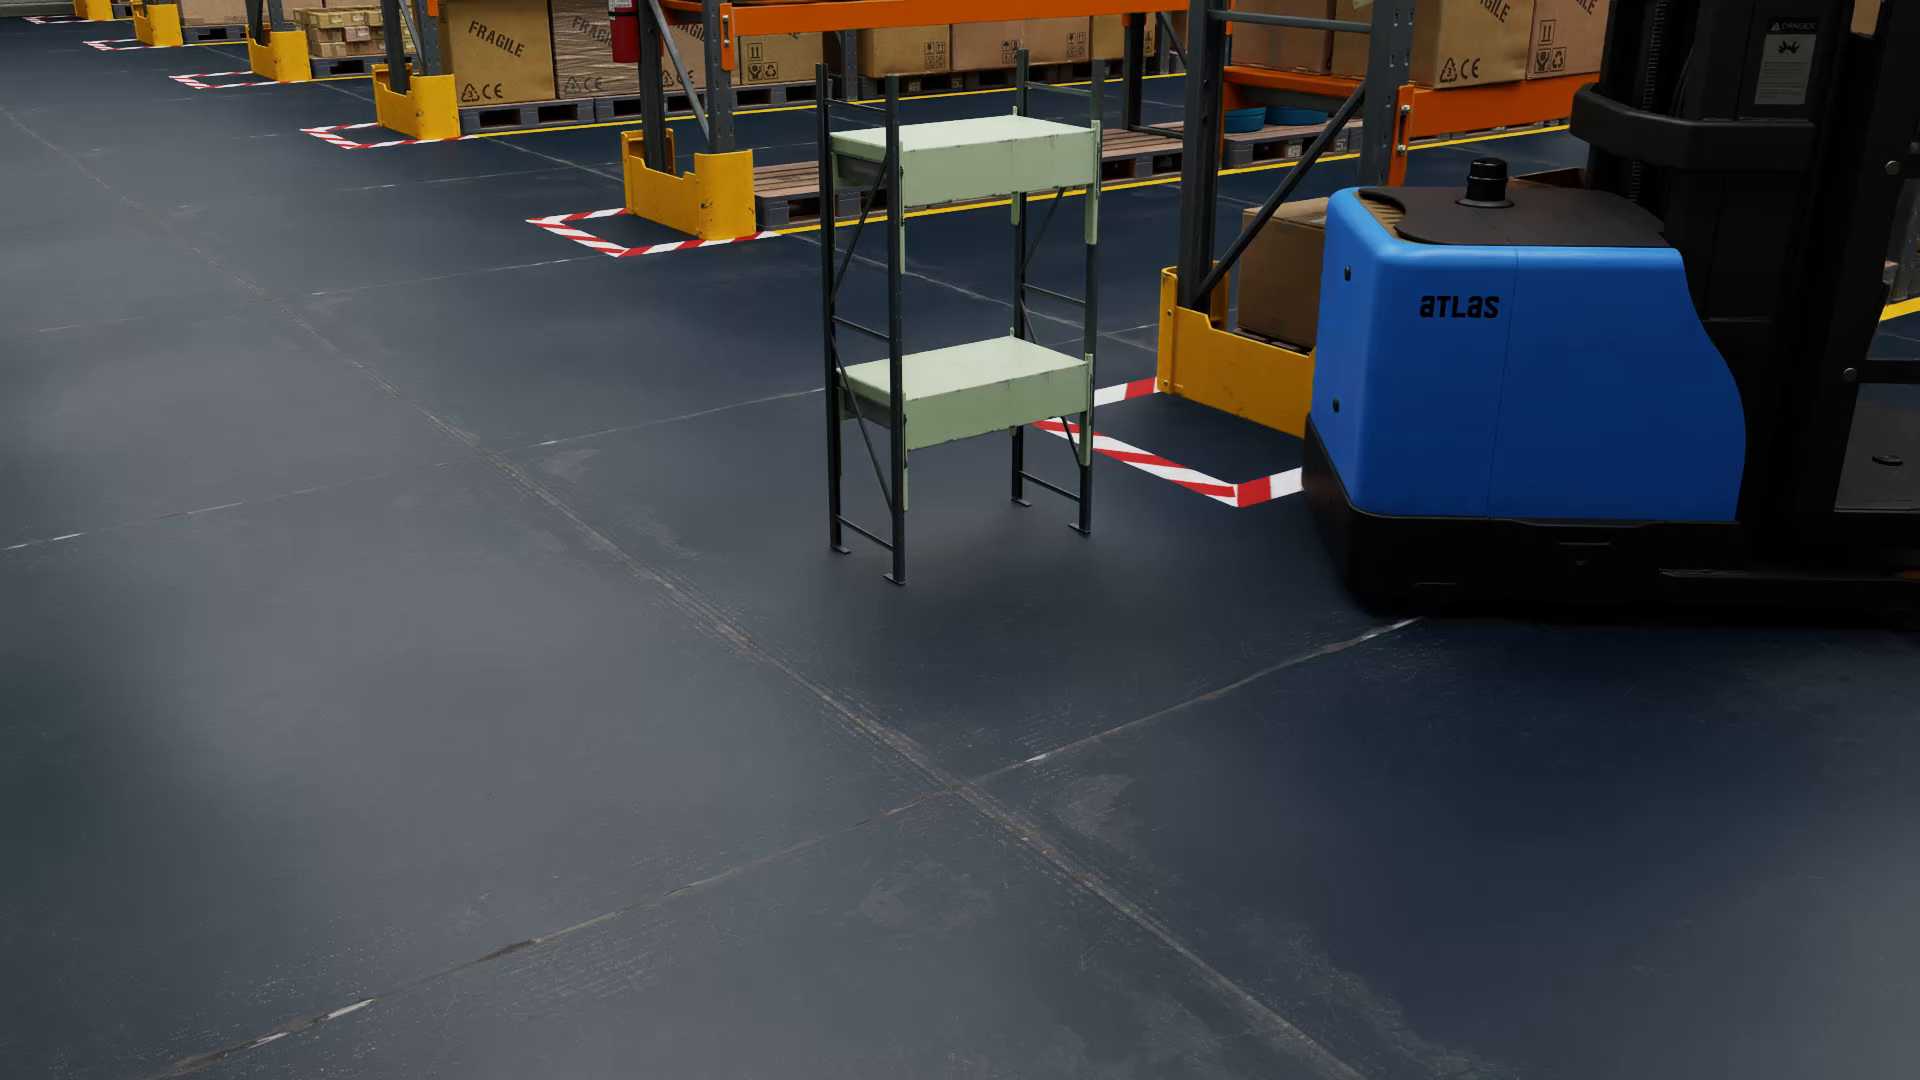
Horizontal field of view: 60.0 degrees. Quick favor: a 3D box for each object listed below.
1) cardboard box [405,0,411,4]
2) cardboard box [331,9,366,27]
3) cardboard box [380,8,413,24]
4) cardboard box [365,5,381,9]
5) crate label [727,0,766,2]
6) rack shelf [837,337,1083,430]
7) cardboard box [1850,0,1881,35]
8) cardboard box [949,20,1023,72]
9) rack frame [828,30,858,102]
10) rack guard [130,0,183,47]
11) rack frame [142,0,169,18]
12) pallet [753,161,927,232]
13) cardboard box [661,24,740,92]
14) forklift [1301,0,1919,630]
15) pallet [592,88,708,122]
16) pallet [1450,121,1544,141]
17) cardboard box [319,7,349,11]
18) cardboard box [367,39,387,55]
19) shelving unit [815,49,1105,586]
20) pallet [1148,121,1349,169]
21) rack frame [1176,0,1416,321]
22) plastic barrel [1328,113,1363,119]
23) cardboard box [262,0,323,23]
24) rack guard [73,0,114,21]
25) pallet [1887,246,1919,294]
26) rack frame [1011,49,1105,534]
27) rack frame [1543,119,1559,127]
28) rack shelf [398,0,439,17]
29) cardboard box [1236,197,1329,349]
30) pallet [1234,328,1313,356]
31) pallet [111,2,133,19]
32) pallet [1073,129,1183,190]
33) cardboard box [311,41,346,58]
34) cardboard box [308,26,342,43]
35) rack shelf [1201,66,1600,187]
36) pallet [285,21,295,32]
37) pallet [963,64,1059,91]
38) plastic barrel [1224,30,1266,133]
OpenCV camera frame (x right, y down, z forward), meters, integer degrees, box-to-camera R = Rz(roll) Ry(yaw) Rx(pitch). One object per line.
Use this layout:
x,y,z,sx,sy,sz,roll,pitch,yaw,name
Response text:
-7.675,-7.611,23.314,0.875,0.438,0.875,-15,26,-34,cardboard box
-6.600,-5.631,17.938,0.250,0.149,0.380,-14,26,-32,cardboard box
-6.167,-5.726,18.175,0.250,0.149,0.380,-16,27,-35,cardboard box
-6.474,-5.883,18.570,0.250,0.149,0.380,-16,27,-35,cardboard box
-1.277,-3.277,9.707,0.303,0.233,0.416,-15,26,-33,crate label
0.005,-0.486,5.207,0.686,0.124,0.368,-15,26,-33,rack shelf
3.794,-2.496,7.470,0.500,0.500,0.500,-14,26,-31,cardboard box
-0.083,-5.275,16.868,0.875,0.875,1.225,-16,27,-35,cardboard box
-1.315,-5.728,15.705,0.127,3.000,1.000,-15,26,-33,rack frame
-10.369,-6.678,21.457,0.348,0.500,1.175,-15,26,-33,rack guard
-10.350,-7.844,21.007,0.127,3.000,1.000,-15,26,-33,rack frame
-0.977,-2.244,10.736,1.213,0.211,1.003,-15,26,-33,pallet
-2.628,-4.623,15.235,0.875,0.875,0.875,-15,26,-33,cardboard box
2.659,-1.305,4.711,3.031,2.935,1.130,1,22,3,forklift
-2.969,-4.027,15.203,1.213,0.211,1.003,-15,26,-33,pallet
4.209,-3.626,14.198,1.213,0.211,1.003,-15,26,-33,pallet
-6.858,-5.752,18.241,0.250,0.149,0.380,-14,26,-32,cardboard box
-6.402,-5.402,18.166,0.250,0.149,0.380,-15,26,-32,cardboard box
0.005,-0.698,5.122,0.755,1.500,0.431,-15,26,-33,shelving unit
2.228,-3.098,12.875,1.213,0.211,1.003,-15,26,-33,pallet
1.220,-1.882,6.064,0.127,3.000,1.000,-15,26,-33,rack frame
3.114,-3.639,13.259,0.421,0.512,0.421,0,22,0,plastic barrel
-9.134,-7.223,22.340,0.875,0.438,0.875,-14,26,-31,cardboard box
-13.190,-8.192,25.251,0.348,0.500,1.175,-15,26,-33,rack guard
5.105,-1.640,9.221,1.213,0.211,1.003,-15,26,-33,pallet
0.303,-0.777,5.321,0.023,1.500,0.400,-15,26,-33,rack frame
4.824,-5.104,14.140,0.127,3.000,1.000,-15,26,-33,rack frame
-2.939,-4.961,14.753,4.000,0.370,1.077,-15,26,-33,rack shelf
1.518,-1.117,6.927,0.500,0.500,0.500,-15,26,-33,cardboard box
1.929,-0.776,7.056,1.213,0.211,1.003,-15,26,-33,pallet
-12.543,-8.231,25.738,1.213,0.211,1.003,-15,26,-33,pallet
1.003,-2.772,12.059,1.213,0.211,1.003,-15,26,-33,pallet
-6.765,-5.265,17.823,0.250,0.149,0.380,-14,26,-32,cardboard box
-6.802,-5.422,17.815,0.250,0.149,0.380,-14,26,-31,cardboard box
2.844,-1.980,7.283,4.000,0.370,1.077,-15,26,-33,rack shelf
-8.757,-7.008,22.674,1.213,0.211,1.003,-15,26,-33,pallet
0.258,-4.889,17.363,1.213,0.211,1.003,-15,26,-33,pallet
2.029,-3.571,12.564,0.708,0.901,0.600,-15,26,-33,plastic barrel
